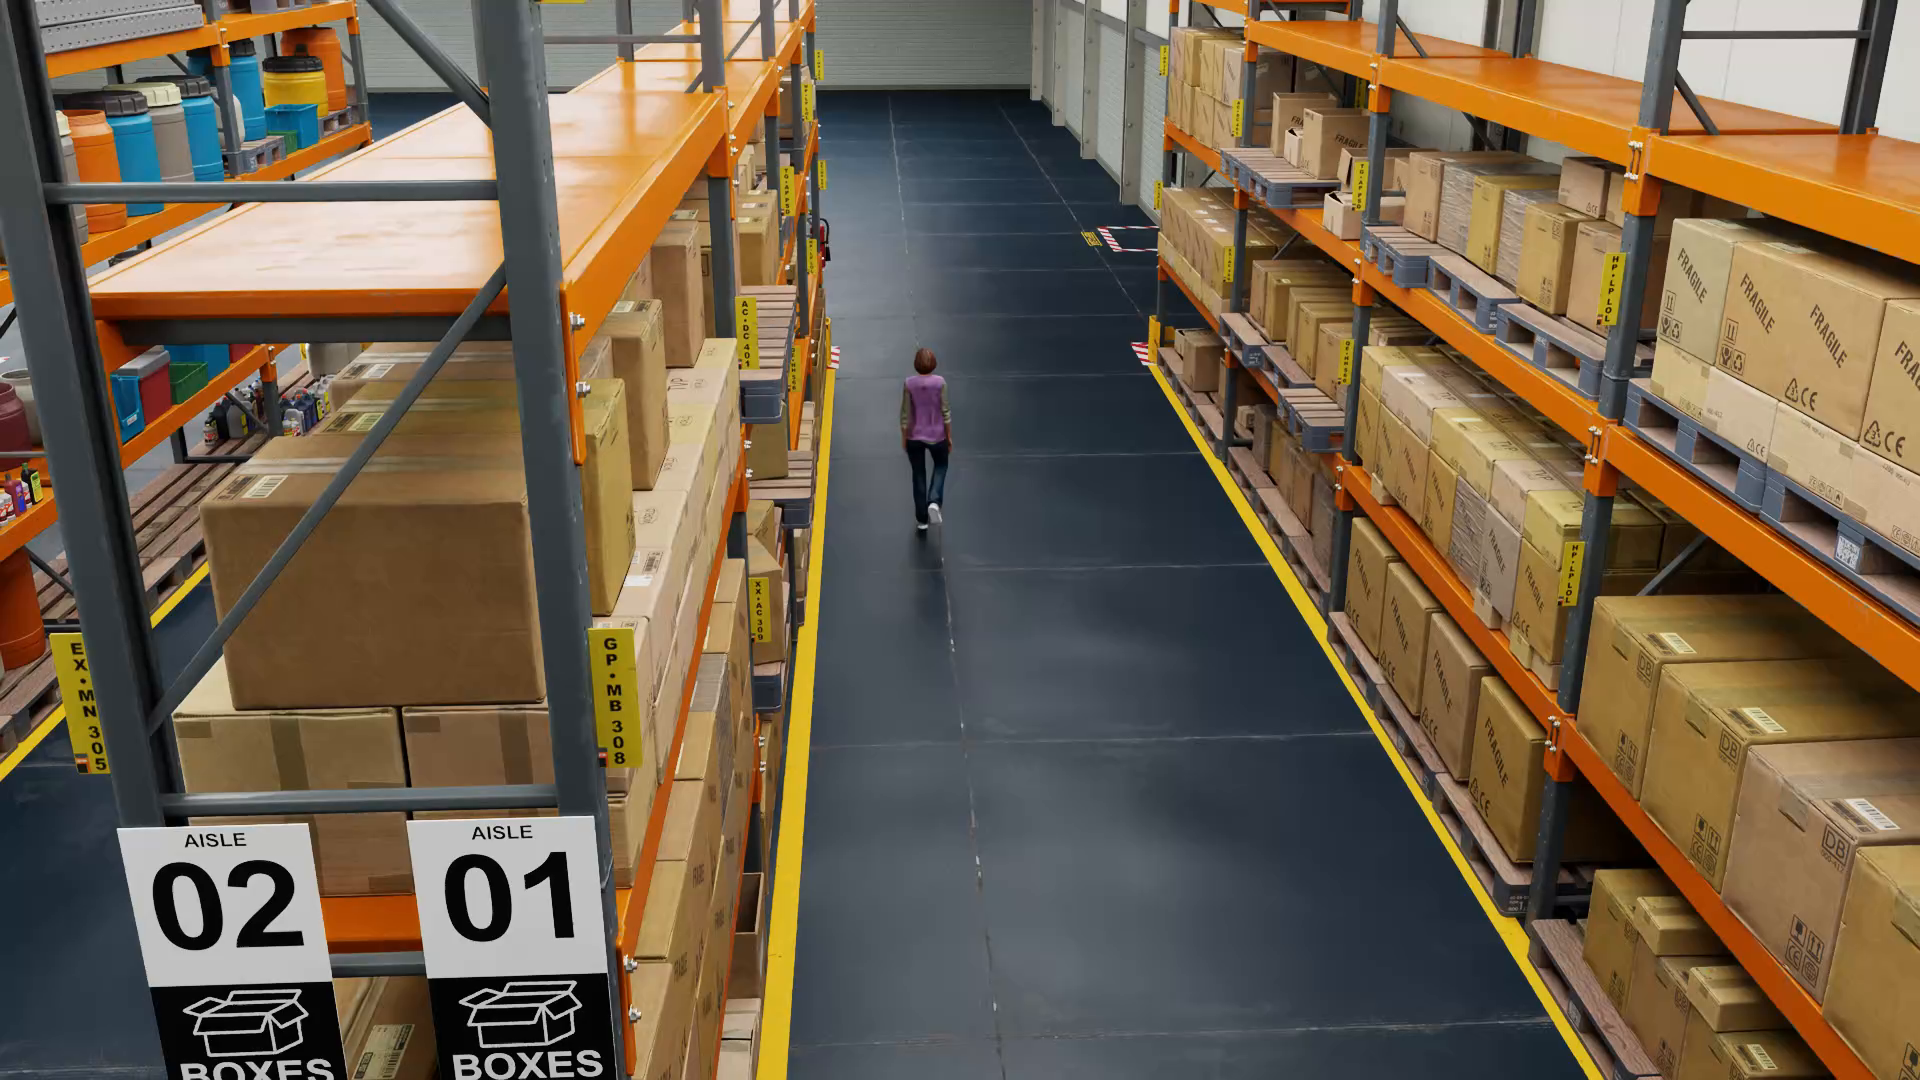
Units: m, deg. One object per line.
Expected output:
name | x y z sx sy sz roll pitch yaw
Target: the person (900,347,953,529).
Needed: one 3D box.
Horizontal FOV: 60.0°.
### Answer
person | -0.285 -0.864 14.099 0.448 1.596 0.435 0 21 0
